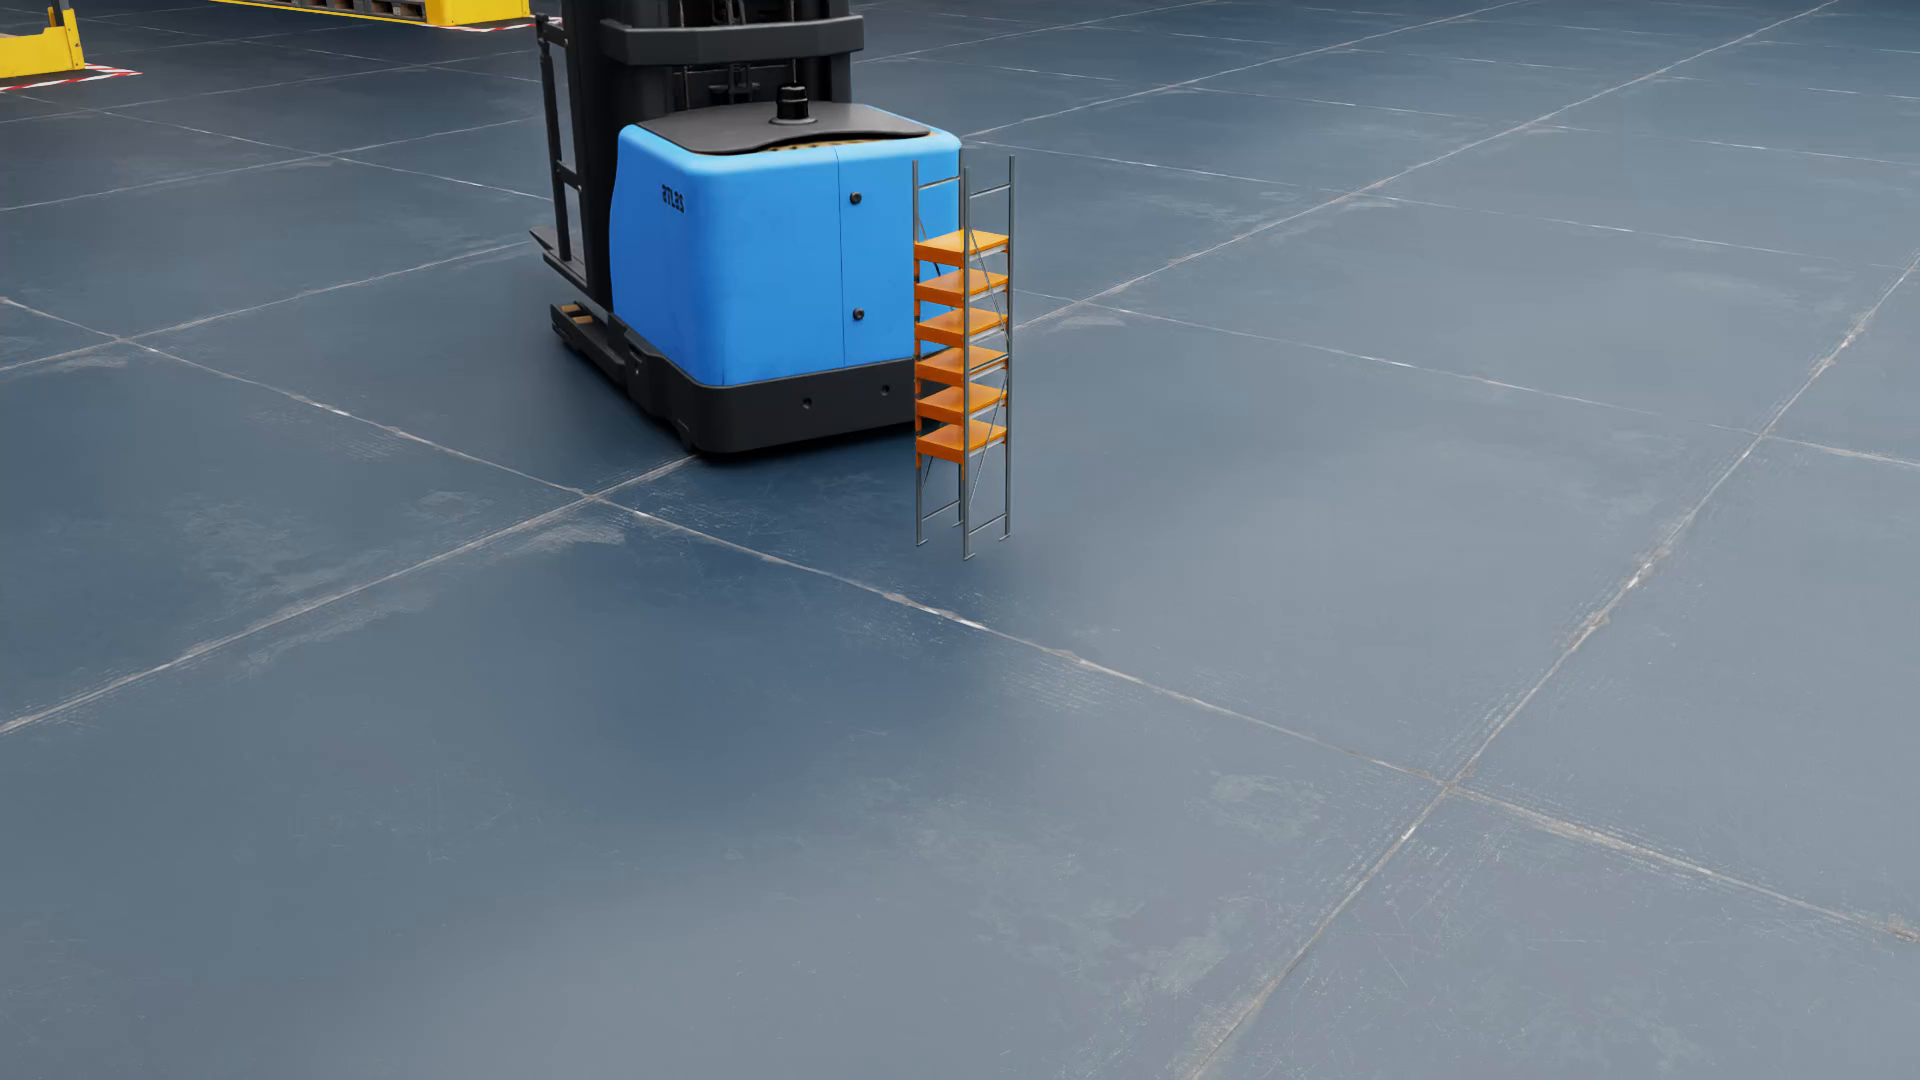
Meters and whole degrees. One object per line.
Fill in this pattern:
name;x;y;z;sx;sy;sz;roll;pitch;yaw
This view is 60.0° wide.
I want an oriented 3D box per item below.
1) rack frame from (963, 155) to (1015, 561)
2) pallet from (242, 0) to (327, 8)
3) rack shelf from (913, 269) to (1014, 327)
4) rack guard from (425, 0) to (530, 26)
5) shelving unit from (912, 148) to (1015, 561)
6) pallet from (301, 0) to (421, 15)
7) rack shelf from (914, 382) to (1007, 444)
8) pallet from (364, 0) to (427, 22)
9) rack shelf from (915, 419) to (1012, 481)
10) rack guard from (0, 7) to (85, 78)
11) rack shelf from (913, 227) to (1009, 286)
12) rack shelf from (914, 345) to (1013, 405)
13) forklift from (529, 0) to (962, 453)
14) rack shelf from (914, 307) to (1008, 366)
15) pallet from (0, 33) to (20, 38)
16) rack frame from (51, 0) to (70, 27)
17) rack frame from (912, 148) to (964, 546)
rack frame;0.085;-0.523;4.950;0.006;1.200;0.240;17;29;33
pallet;-7.803;-6.546;19.845;1.213;0.211;1.003;17;29;33
rack shelf;0.012;-0.725;4.921;0.180;0.103;0.258;17;29;33
rack guard;-5.221;-5.880;17.976;0.348;0.500;1.175;17;29;33
shelving unit;0.012;-0.546;5.000;0.189;1.200;0.258;17;29;33
pallet;-6.822;-6.251;19.176;1.213;0.211;1.003;17;29;33
rack shelf;0.012;-0.395;5.066;0.180;0.103;0.258;17;29;33
pallet;-5.850;-5.956;18.506;1.213;0.211;1.003;17;29;33
rack shelf;0.012;-0.285;5.115;0.180;0.103;0.258;17;29;33
rack guard;-8.220;-4.267;14.315;0.348;0.500;1.175;17;29;33
rack shelf;0.012;-0.834;4.873;0.180;0.103;0.258;17;29;33
rack shelf;0.012;-0.505;5.018;0.180;0.103;0.258;17;29;33
forklift;-1.110;-2.198;6.603;1.130;2.935;3.031;-12;27;-25
rack shelf;0.012;-0.615;4.970;0.180;0.103;0.258;17;29;33
pallet;-8.867;-4.333;14.823;1.213;0.211;1.003;17;29;33
rack frame;-8.131;-5.408;13.803;0.127;3.000;1.000;17;29;33
rack frame;-0.062;-0.568;5.050;0.006;1.200;0.240;17;29;33
